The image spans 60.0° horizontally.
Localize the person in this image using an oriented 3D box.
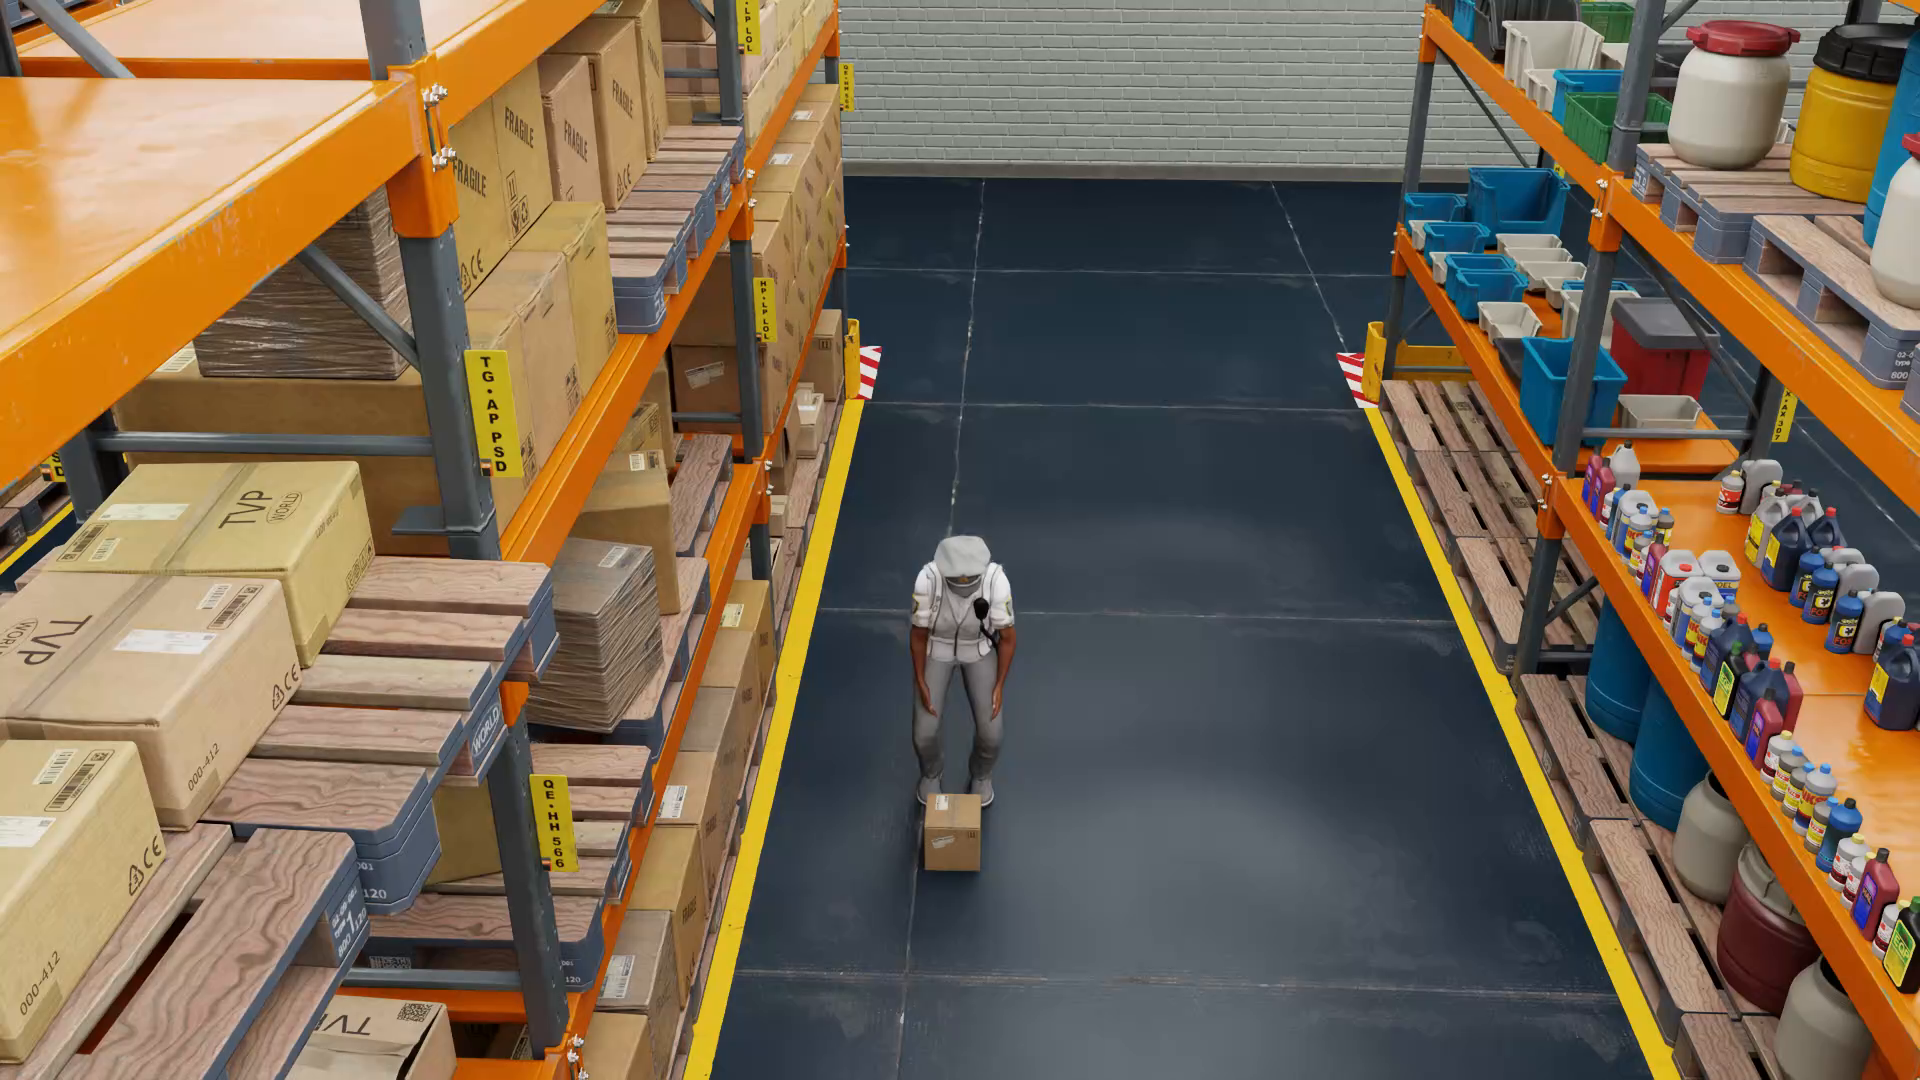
[{"bbox_3d":[0.015,0.592,7.715,0.490,1.487,0.628,1,28,2],"label":"person"}]
